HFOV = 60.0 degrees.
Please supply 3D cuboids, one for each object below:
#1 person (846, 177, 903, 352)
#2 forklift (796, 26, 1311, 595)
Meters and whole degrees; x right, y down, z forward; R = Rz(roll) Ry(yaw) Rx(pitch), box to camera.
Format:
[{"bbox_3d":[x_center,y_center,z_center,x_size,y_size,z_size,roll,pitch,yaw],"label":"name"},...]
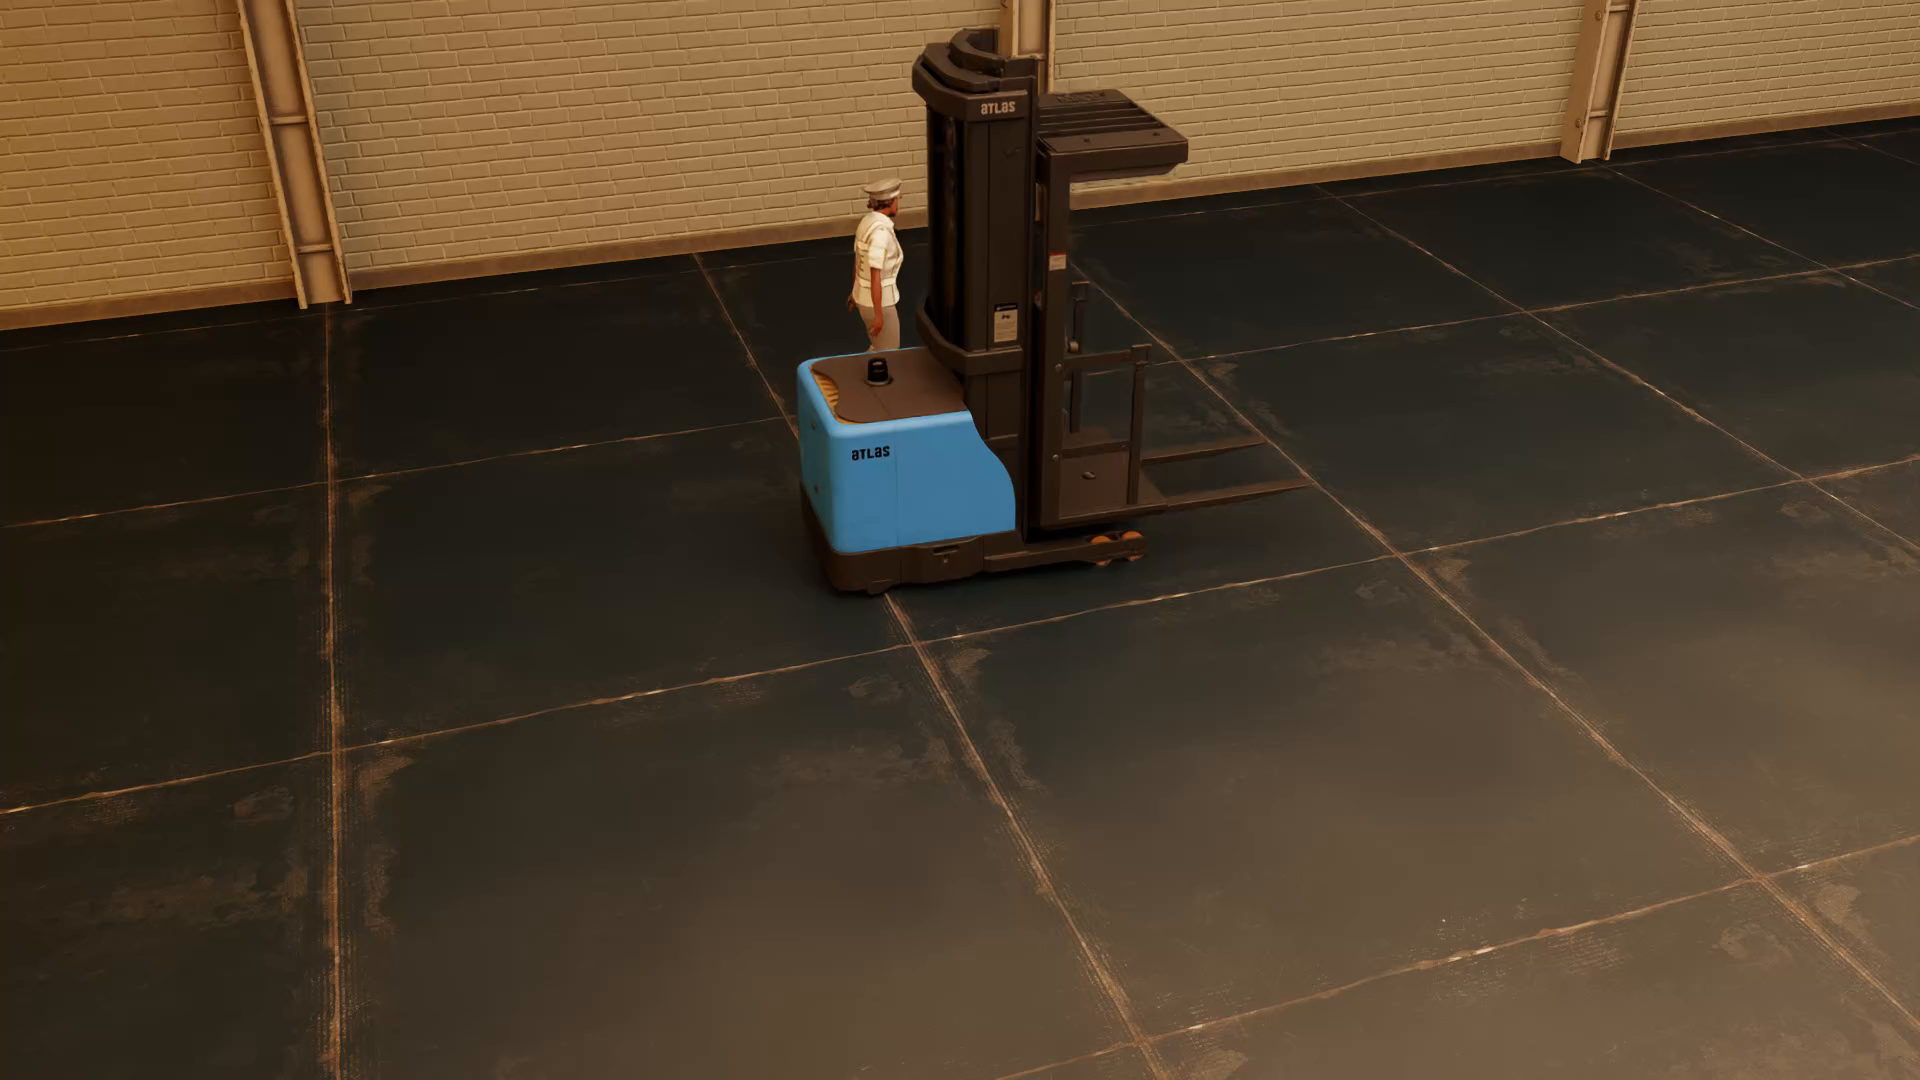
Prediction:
[{"bbox_3d":[-0.573,-1.605,11.230,0.432,1.634,0.798,-6,30,-11],"label":"person"},{"bbox_3d":[0.606,-1.369,9.466,3.031,2.935,1.130,-8,31,-14],"label":"forklift"}]
